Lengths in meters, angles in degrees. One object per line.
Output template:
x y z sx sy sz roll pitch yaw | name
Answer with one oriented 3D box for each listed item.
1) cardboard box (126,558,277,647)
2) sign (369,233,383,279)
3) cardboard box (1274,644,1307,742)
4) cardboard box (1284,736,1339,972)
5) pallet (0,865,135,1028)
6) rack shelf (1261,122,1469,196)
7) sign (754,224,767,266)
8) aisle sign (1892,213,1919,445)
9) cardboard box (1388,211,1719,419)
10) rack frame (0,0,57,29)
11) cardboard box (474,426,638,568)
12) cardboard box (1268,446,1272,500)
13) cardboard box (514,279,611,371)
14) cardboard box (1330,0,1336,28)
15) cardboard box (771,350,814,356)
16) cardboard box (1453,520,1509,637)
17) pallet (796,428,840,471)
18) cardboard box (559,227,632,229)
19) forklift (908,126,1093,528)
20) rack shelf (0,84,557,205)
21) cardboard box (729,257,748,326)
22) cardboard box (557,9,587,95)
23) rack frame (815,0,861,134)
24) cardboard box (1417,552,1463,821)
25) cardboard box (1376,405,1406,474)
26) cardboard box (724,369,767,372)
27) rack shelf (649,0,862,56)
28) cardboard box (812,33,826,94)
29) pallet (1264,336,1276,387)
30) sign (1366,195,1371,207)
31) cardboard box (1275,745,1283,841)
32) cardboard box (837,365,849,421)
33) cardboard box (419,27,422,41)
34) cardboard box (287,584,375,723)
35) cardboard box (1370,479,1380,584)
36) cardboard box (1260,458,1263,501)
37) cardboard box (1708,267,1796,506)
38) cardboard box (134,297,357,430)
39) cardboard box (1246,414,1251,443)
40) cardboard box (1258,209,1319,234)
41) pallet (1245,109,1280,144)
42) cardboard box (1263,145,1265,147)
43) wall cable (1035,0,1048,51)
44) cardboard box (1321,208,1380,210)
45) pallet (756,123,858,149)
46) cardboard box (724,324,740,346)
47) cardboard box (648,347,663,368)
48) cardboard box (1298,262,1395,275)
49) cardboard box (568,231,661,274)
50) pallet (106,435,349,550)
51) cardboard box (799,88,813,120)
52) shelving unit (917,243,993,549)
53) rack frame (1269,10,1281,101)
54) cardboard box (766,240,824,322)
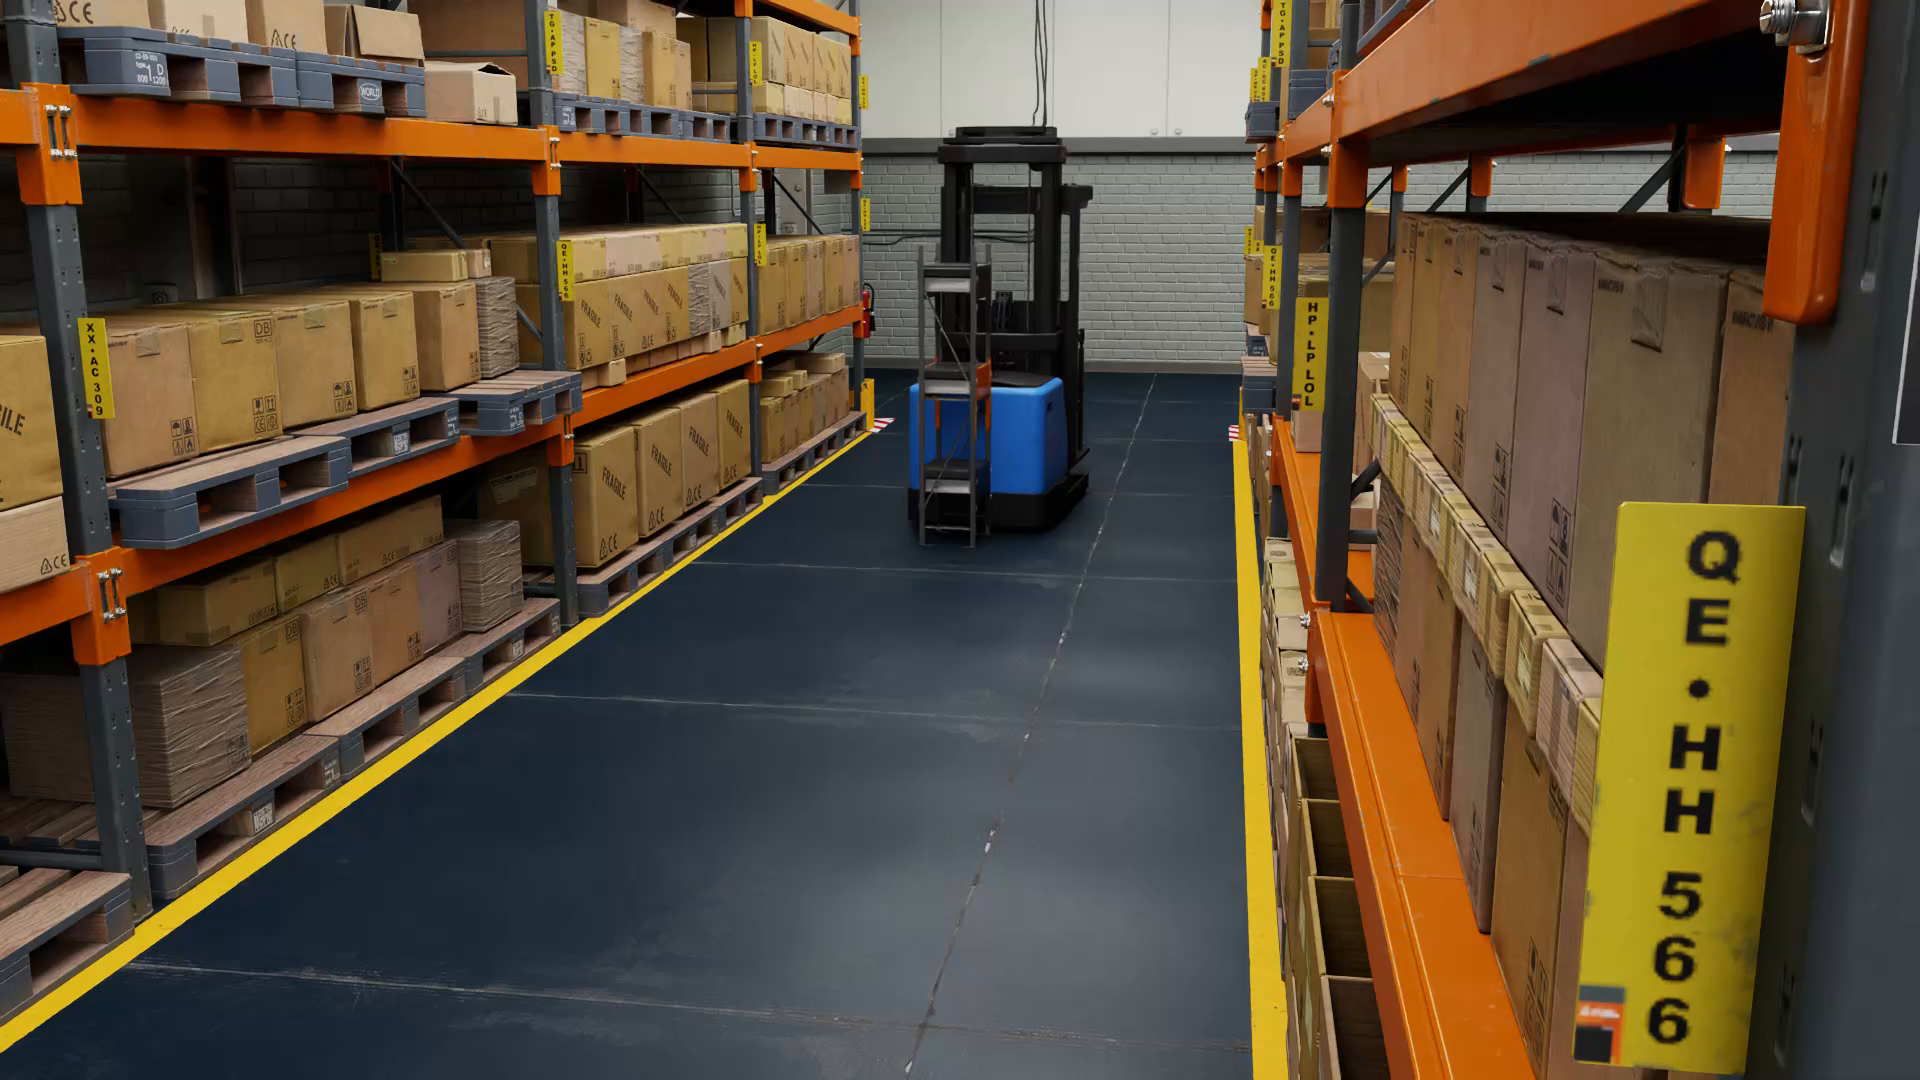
-3.185 0.245 6.844 0.500 0.250 0.500 2 12 7 | cardboard box
-3.280 -1.565 9.389 0.100 0.325 0.005 2 12 9 | sign
1.481 0.569 6.432 0.500 0.311 0.500 2 12 8 | cardboard box
1.168 0.869 4.592 0.500 0.500 0.500 2 12 9 | cardboard box
-3.415 1.355 5.207 1.003 0.211 1.213 2 12 9 | pallet
2.472 -2.353 10.381 1.077 0.370 4.000 2 12 9 | rack shelf
-1.578 -2.327 13.109 0.100 0.325 0.005 2 12 9 | sign
0.633 -0.424 0.669 0.394 0.787 0.004 2 12 9 | aisle sign
1.487 -0.580 4.249 0.700 0.500 0.500 2 12 9 | cardboard box
-3.346 -3.082 4.935 1.000 3.000 0.127 2 12 9 | rack frame
-2.488 -0.285 10.304 0.750 0.750 0.750 2 12 8 | cardboard box
2.080 -0.396 9.821 0.500 0.250 0.500 2 12 11 | cardboard box
-2.404 -1.279 9.818 0.500 0.500 0.500 2 12 10 | cardboard box
2.316 -3.023 9.171 0.500 0.500 0.500 2 12 9 | cardboard box
-1.688 -1.831 16.769 0.380 0.149 0.250 2 12 9 | cardboard box
1.041 0.068 2.780 0.380 0.149 0.250 2 12 8 | cardboard box
-1.737 -0.862 15.493 1.003 0.211 1.213 2 12 9 | pallet
-2.590 -2.085 11.775 0.500 0.250 0.500 1 12 7 | cardboard box
0.447 -1.790 13.341 1.130 2.935 3.031 3 12 13 | forklift
-3.039 -1.681 7.259 1.077 0.370 4.000 2 12 9 | rack shelf
-1.938 -1.915 12.767 0.500 0.500 0.500 2 12 8 | cardboard box
-2.684 -2.927 10.055 0.700 0.500 0.500 1 12 6 | cardboard box
-1.501 -5.580 16.526 1.000 3.000 0.127 2 12 9 | rack frame
1.331 0.268 3.391 0.700 0.500 0.500 2 12 9 | cardboard box
1.278 -0.254 4.274 0.380 0.149 0.250 2 12 9 | cardboard box
-1.960 -1.461 15.050 0.380 0.149 0.250 2 12 9 | cardboard box
-1.808 -4.617 14.712 1.077 0.370 4.000 2 12 9 | rack shelf
-1.503 -4.287 14.989 0.500 0.500 0.500 1 12 6 | cardboard box
2.459 -1.134 10.589 1.003 0.211 1.213 2 12 9 | pallet
3.940 -3.186 16.159 0.100 0.325 0.005 2 12 9 | sign
1.406 0.948 6.004 0.500 0.250 0.500 2 12 8 | cardboard box
-1.510 -1.482 16.686 0.700 0.500 0.500 2 12 9 | cardboard box
-3.069 -2.365 8.441 0.500 0.500 0.500 2 12 9 | cardboard box
-3.101 0.490 7.491 0.700 0.500 0.500 2 12 9 | cardboard box
1.581 -0.020 5.324 0.500 0.250 0.500 3 12 12 | cardboard box
2.309 -0.340 11.341 0.500 0.500 0.500 2 12 9 | cardboard box
1.026 0.052 1.315 0.700 0.500 0.500 2 12 9 | cardboard box
-3.071 -0.772 7.176 0.700 0.500 0.500 4 13 16 | cardboard box
2.877 -1.047 15.212 0.500 0.250 0.500 2 12 9 | cardboard box
2.755 -2.518 13.947 0.500 0.500 0.500 2 12 9 | cardboard box
2.610 -2.896 11.638 1.213 0.211 1.003 2 12 9 | pallet
2.679 -3.262 13.244 0.500 0.250 0.500 2 12 9 | cardboard box
2.395 -7.609 21.324 3.097 2.526 0.112 2 12 9 | wall cable
3.367 -2.604 14.344 0.500 0.500 0.500 2 12 10 | cardboard box
-1.605 -3.916 16.133 1.003 0.211 1.213 2 12 9 | pallet
-1.904 -1.569 12.702 0.380 0.149 0.250 2 12 10 | cardboard box
-2.227 -1.250 11.222 0.380 0.149 0.250 2 12 9 | cardboard box
2.569 -1.540 10.783 0.700 0.500 0.500 -1 12 -6 | cardboard box
-2.252 -1.855 10.710 0.500 0.250 0.500 2 12 9 | cardboard box
-3.085 -0.210 6.304 1.003 0.211 1.213 2 12 9 | pallet
-1.585 -3.810 14.554 0.500 0.250 0.500 2 12 7 | cardboard box
-0.033 -1.022 11.752 0.431 2.100 0.503 3 12 13 | shelving unit
2.779 -4.588 11.921 1.000 3.000 0.127 2 12 9 | rack frame
-1.797 -2.377 15.193 0.980 0.700 0.700 1 12 6 | cardboard box
